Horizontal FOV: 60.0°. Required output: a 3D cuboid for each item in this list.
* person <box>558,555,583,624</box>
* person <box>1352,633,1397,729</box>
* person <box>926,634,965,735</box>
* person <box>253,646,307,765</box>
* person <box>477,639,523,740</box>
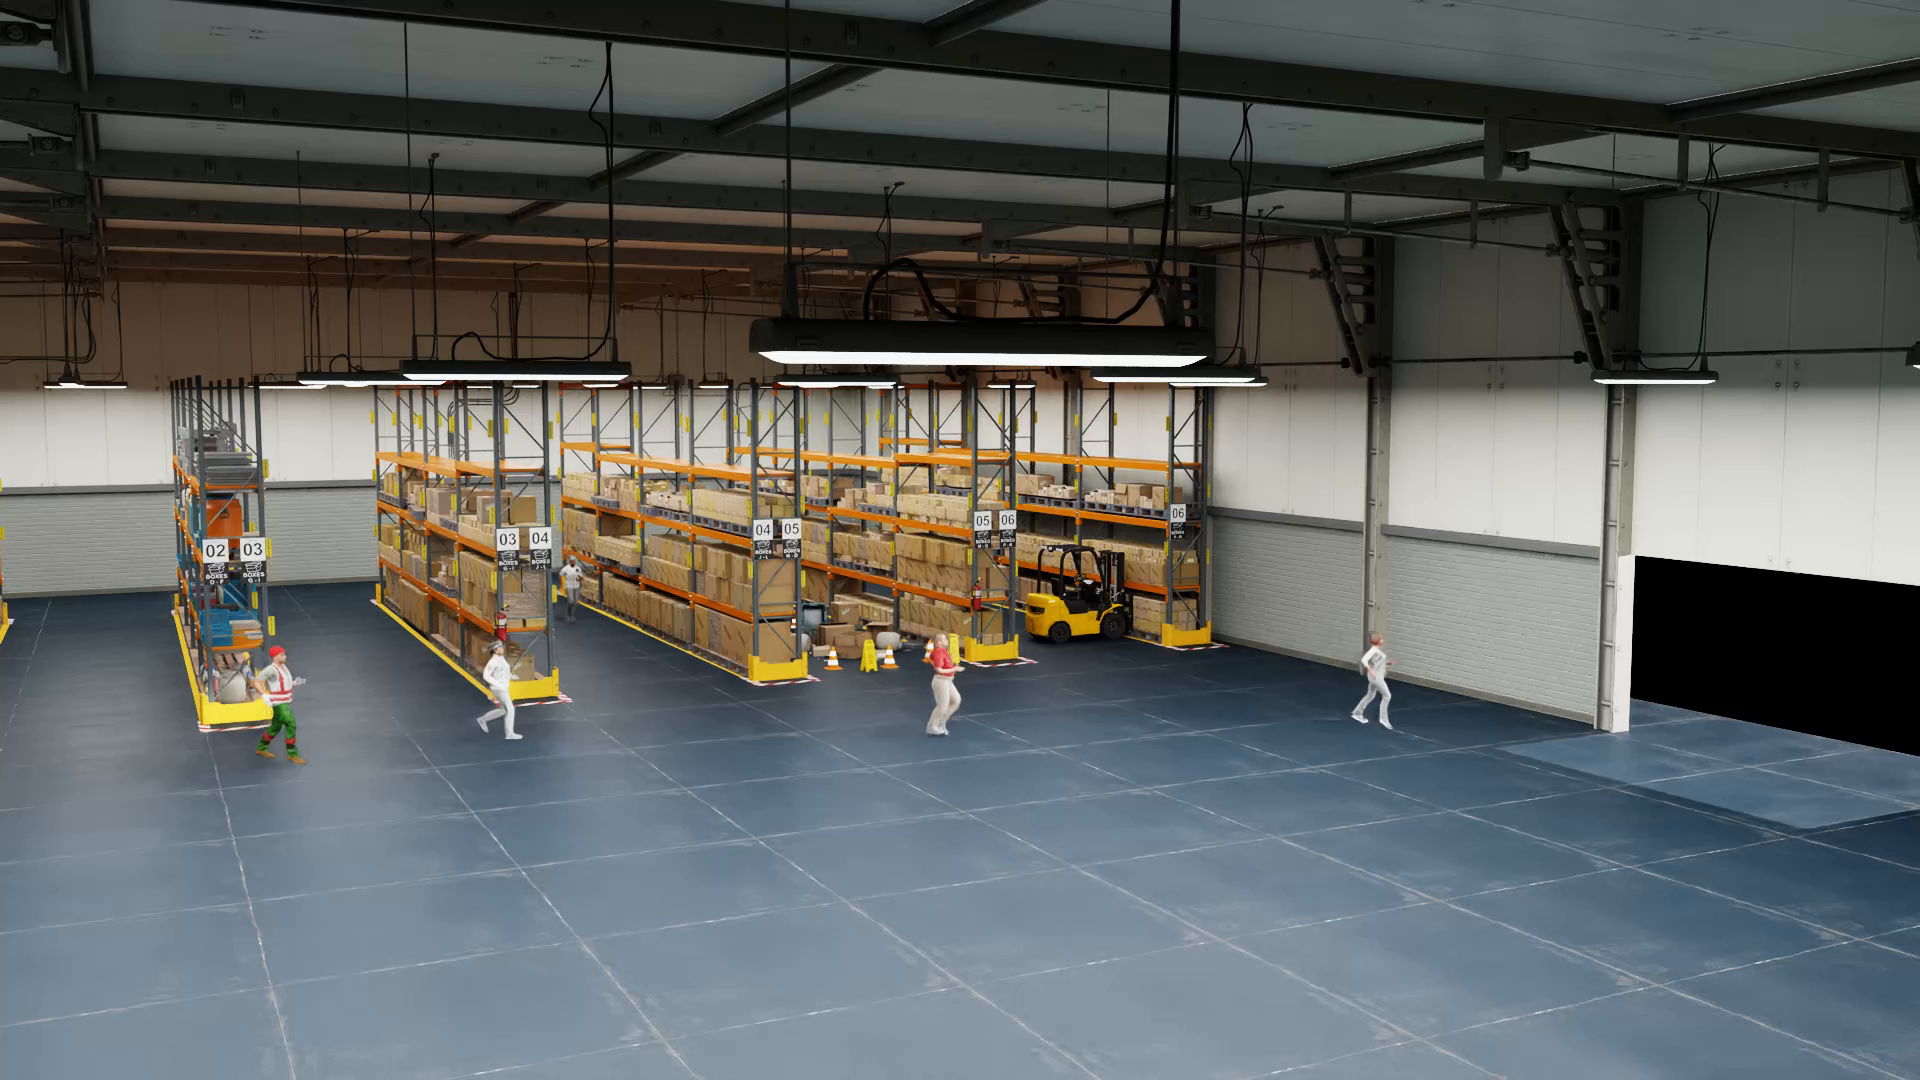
[{"bbox_3d":[-9.610,1.220,41.209,0.540,1.714,0.687,-3,6,-31],"label":"person"},{"bbox_3d":[7.083,2.398,28.380,0.728,1.646,0.507,1,5,11],"label":"person"},{"bbox_3d":[-0.235,2.419,27.699,0.660,1.740,0.644,1,5,8],"label":"person"},{"bbox_3d":[-10.478,2.544,25.592,0.830,1.837,0.654,0,5,-2],"label":"person"},{"bbox_3d":[-7.604,2.456,27.391,0.766,1.662,0.625,0,5,1],"label":"person"}]
